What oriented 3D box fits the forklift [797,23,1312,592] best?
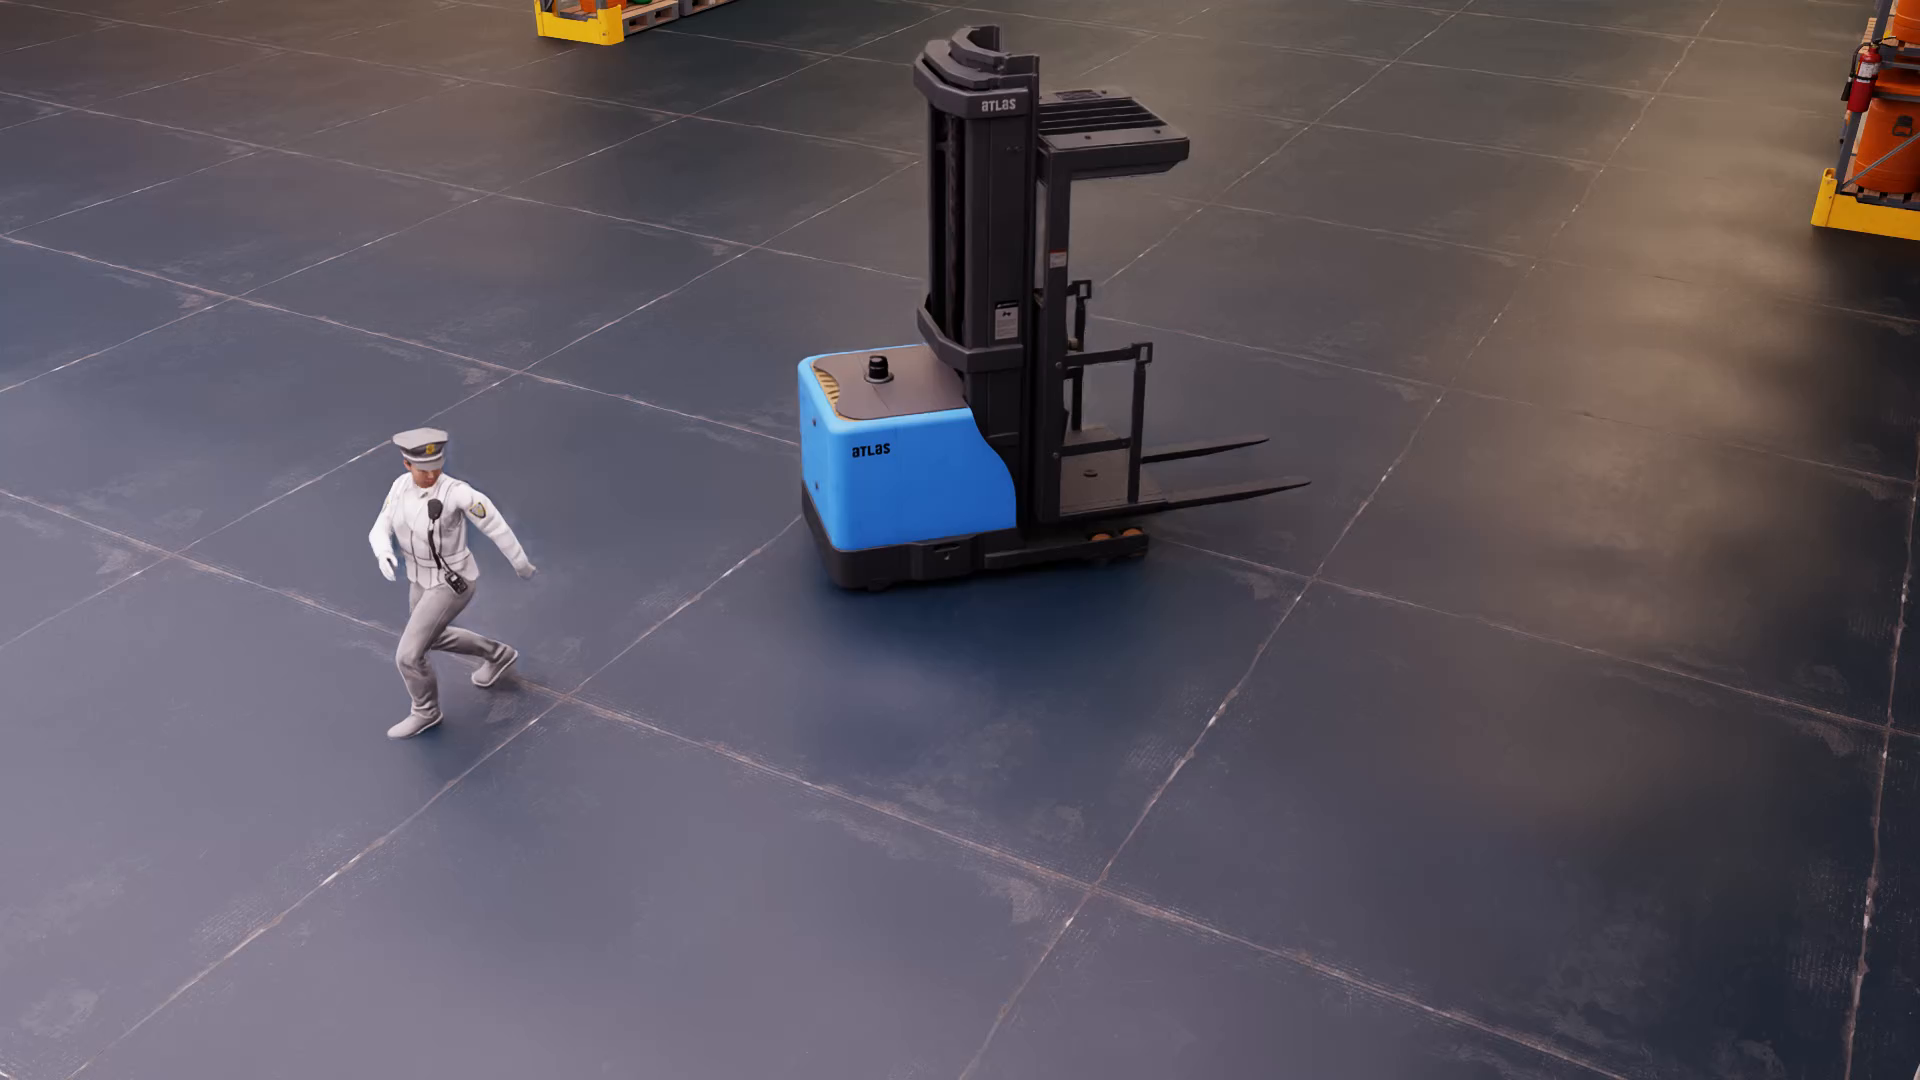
[{"bbox_3d":[0.612,-1.383,9.468,3.031,2.935,1.130,-8,31,-14],"label":"forklift"}]

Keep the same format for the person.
[{"bbox_3d":[-2.526,0.195,8.117,0.531,1.585,0.810,26,39,37],"label":"person"}]
